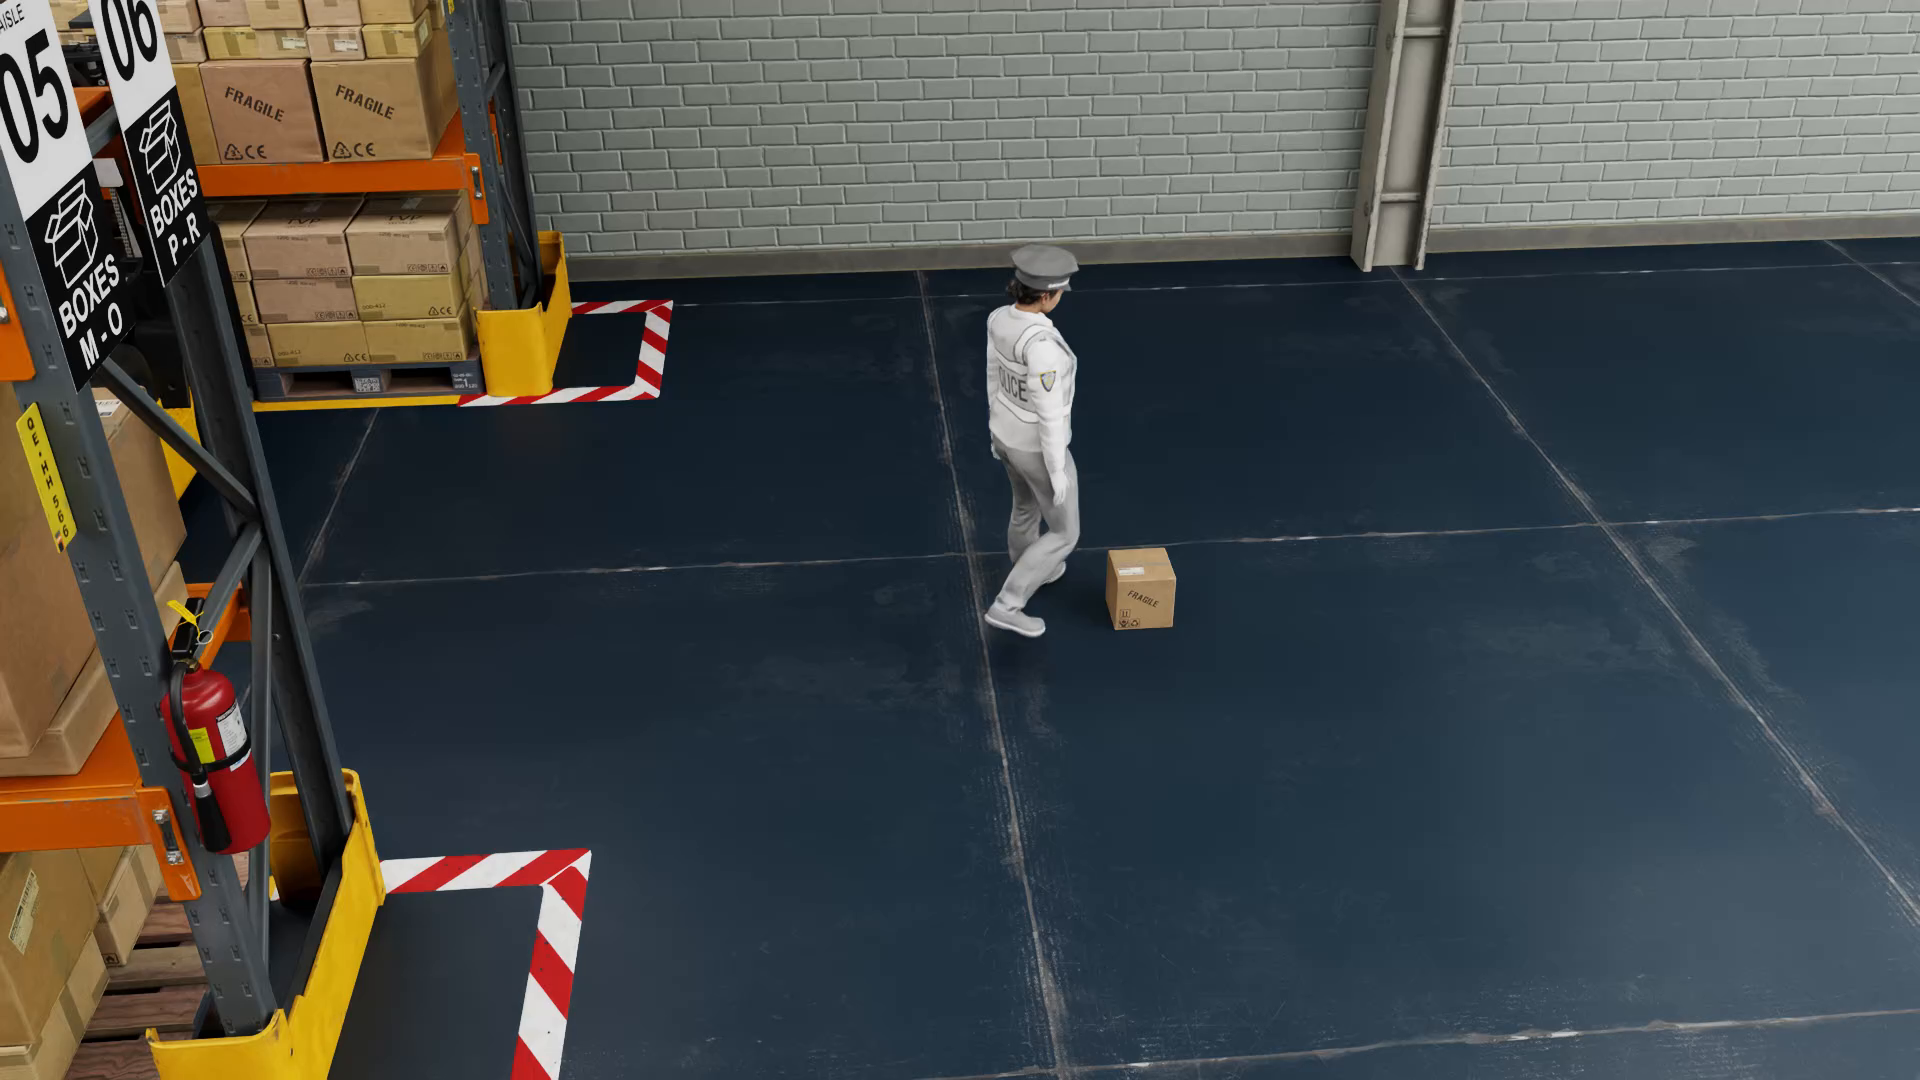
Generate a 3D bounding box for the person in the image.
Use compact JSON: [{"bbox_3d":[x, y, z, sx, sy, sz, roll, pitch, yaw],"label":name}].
[{"bbox_3d":[0.293,-0.396,6.755,0.596,1.652,0.551,-14,34,-21],"label":"person"}]
